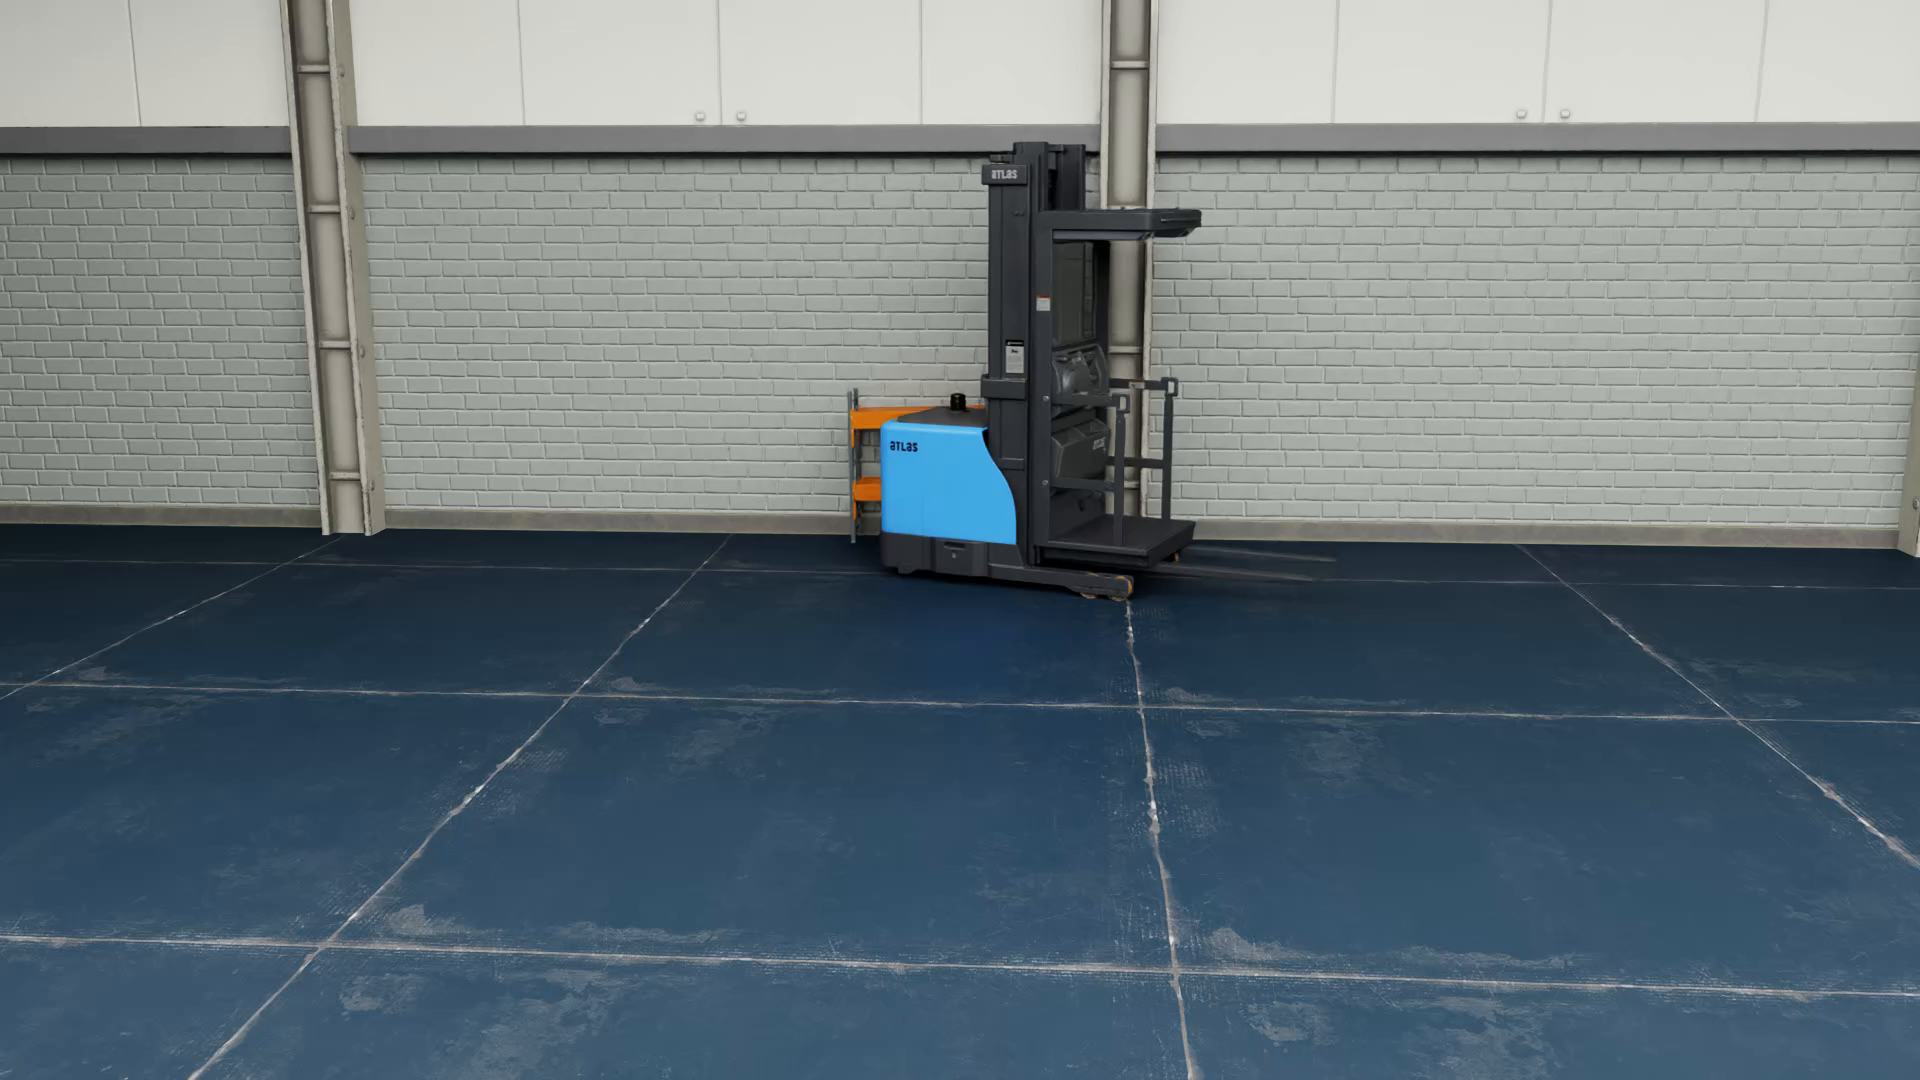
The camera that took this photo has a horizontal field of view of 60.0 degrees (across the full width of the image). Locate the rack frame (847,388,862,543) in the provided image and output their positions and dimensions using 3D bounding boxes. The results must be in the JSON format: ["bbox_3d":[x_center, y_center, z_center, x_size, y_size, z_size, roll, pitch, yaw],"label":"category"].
[{"bbox_3d":[-0.798,-0.570,12.572,0.032,1.125,0.500,-1,9,2],"label":"rack frame"}]

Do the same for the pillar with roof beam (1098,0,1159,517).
[{"bbox_3d":[0.931,-3.513,7.583,0.400,9.000,9.100,1,12,4],"label":"pillar with roof beam"}]

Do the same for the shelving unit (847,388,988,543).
[{"bbox_3d":[-0.290,-0.577,12.552,1.048,1.125,0.538,-1,9,2],"label":"shelving unit"}]

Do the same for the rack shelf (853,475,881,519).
[{"bbox_3d":[-0.285,-0.336,12.589,1.000,0.278,0.538,-1,9,2],"label":"rack shelf"}]

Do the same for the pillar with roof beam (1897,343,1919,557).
[{"bbox_3d":[6.918,-3.431,7.191,0.400,9.000,9.100,1,12,4],"label":"pillar with roof beam"}]

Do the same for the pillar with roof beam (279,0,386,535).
[{"bbox_3d":[-5.056,-3.595,7.975,0.400,9.000,9.100,1,12,4],"label":"pillar with roof beam"}]

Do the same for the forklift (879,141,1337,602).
[{"bbox_3d":[0.997,-1.156,11.134,3.031,2.935,1.130,5,13,25],"label":"forklift"}]

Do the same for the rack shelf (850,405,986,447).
[{"bbox_3d":[-0.296,-0.867,12.508,1.000,0.278,0.538,-1,9,2],"label":"rack shelf"}]

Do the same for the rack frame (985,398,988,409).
[{"bbox_3d":[0.218,-0.584,12.532,0.032,1.125,0.500,-1,9,2],"label":"rack frame"}]
